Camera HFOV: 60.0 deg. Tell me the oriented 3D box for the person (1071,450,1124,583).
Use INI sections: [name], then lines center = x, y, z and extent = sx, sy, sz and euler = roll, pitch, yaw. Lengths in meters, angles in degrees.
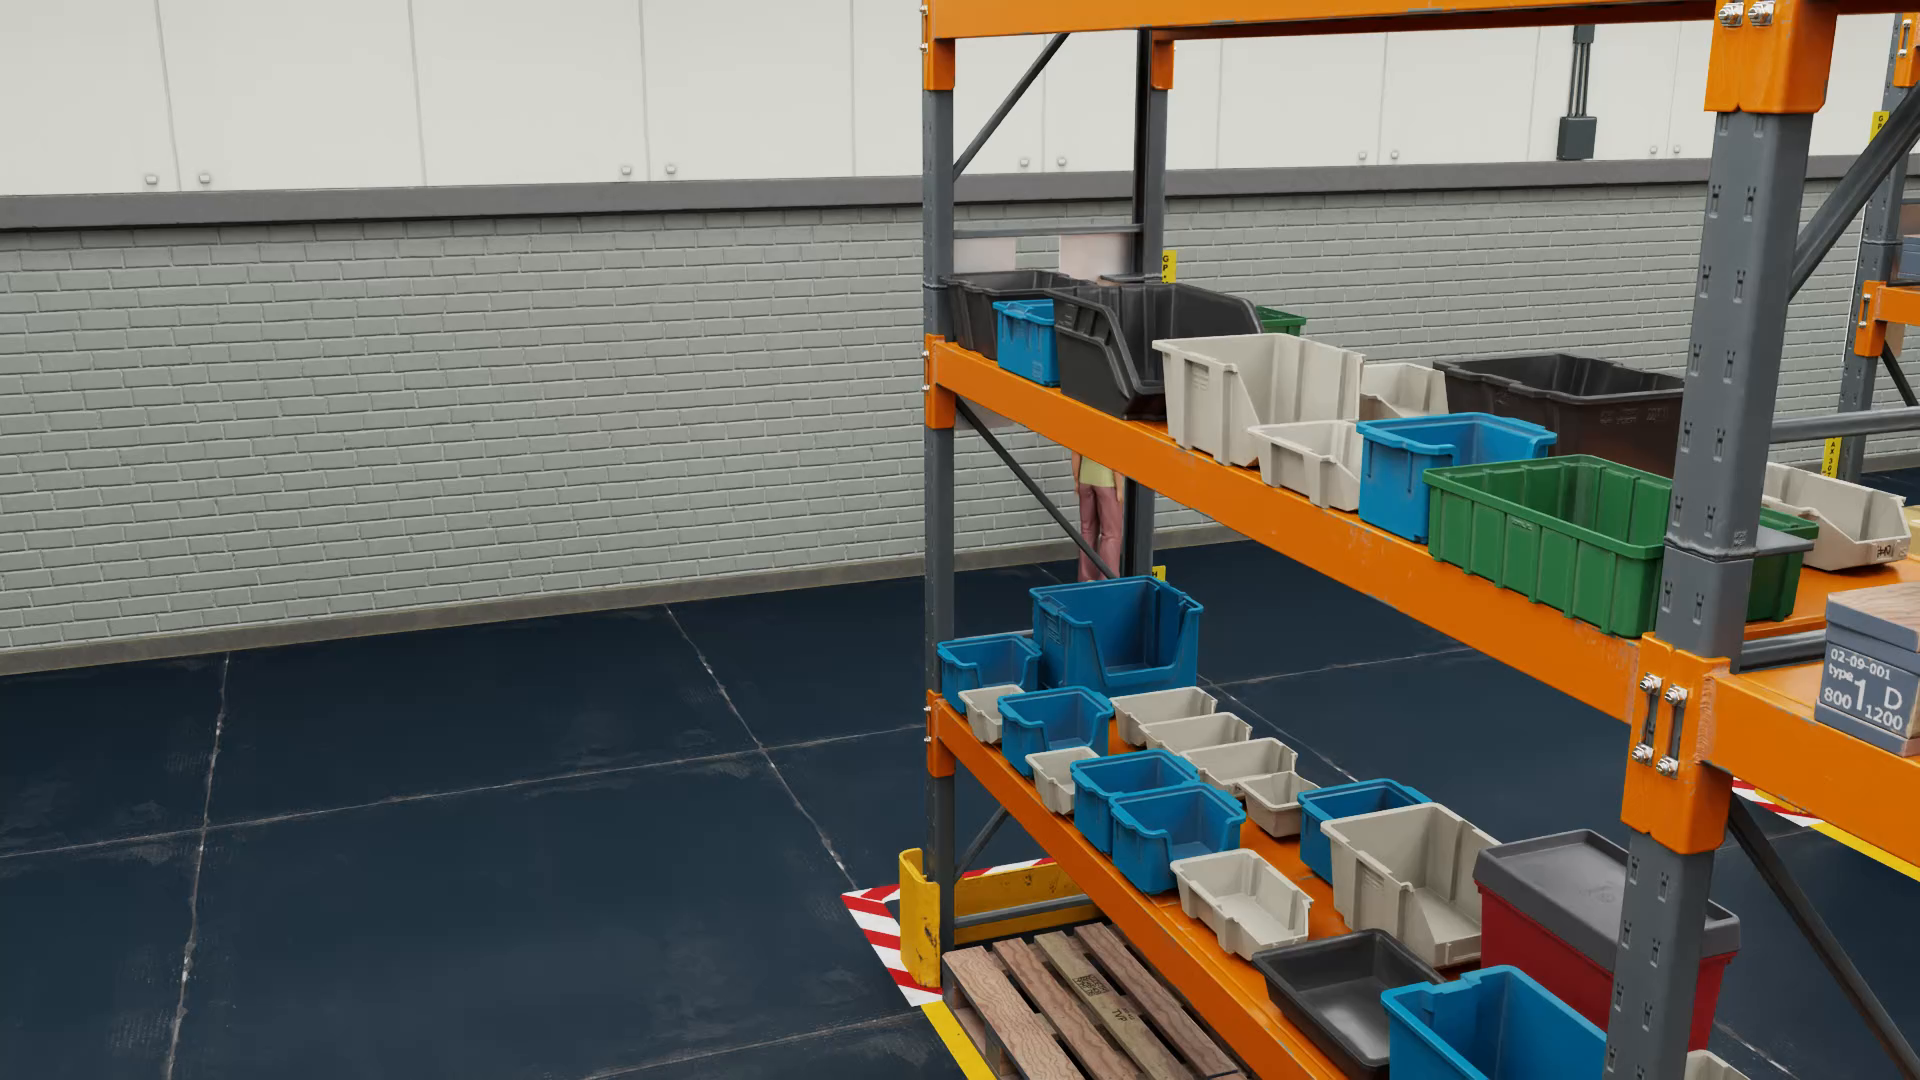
[person]
center = 1.049, -0.370, 12.398
extent = 0.436, 1.703, 0.387
euler = 13, 20, 38
